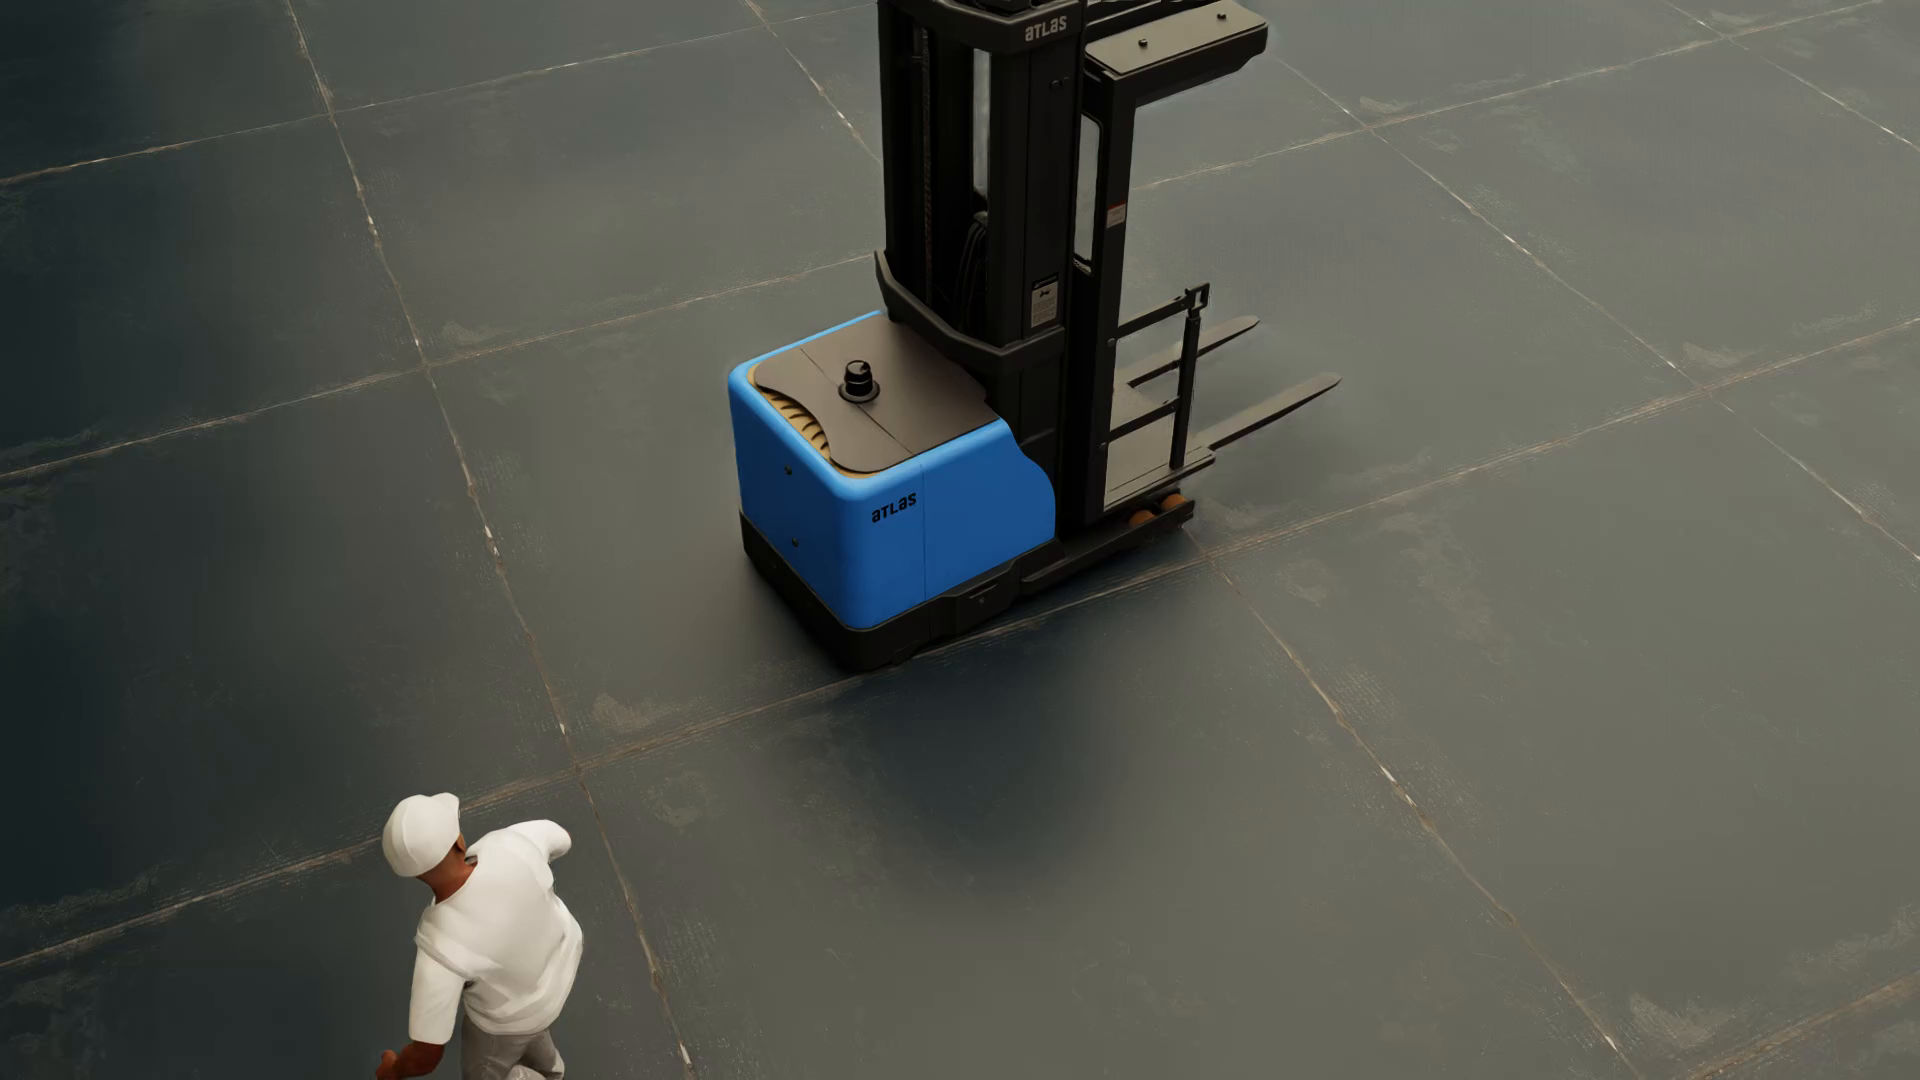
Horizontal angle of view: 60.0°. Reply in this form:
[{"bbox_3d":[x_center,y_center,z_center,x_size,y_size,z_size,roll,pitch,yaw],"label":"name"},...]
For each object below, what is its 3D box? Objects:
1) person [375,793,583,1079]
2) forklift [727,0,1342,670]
[{"bbox_3d":[-1.461,1.366,5.122,0.519,1.713,0.800,9,44,9],"label":"person"},{"bbox_3d":[0.496,-1.318,7.093,3.031,2.935,1.130,-26,49,-25],"label":"forklift"}]
